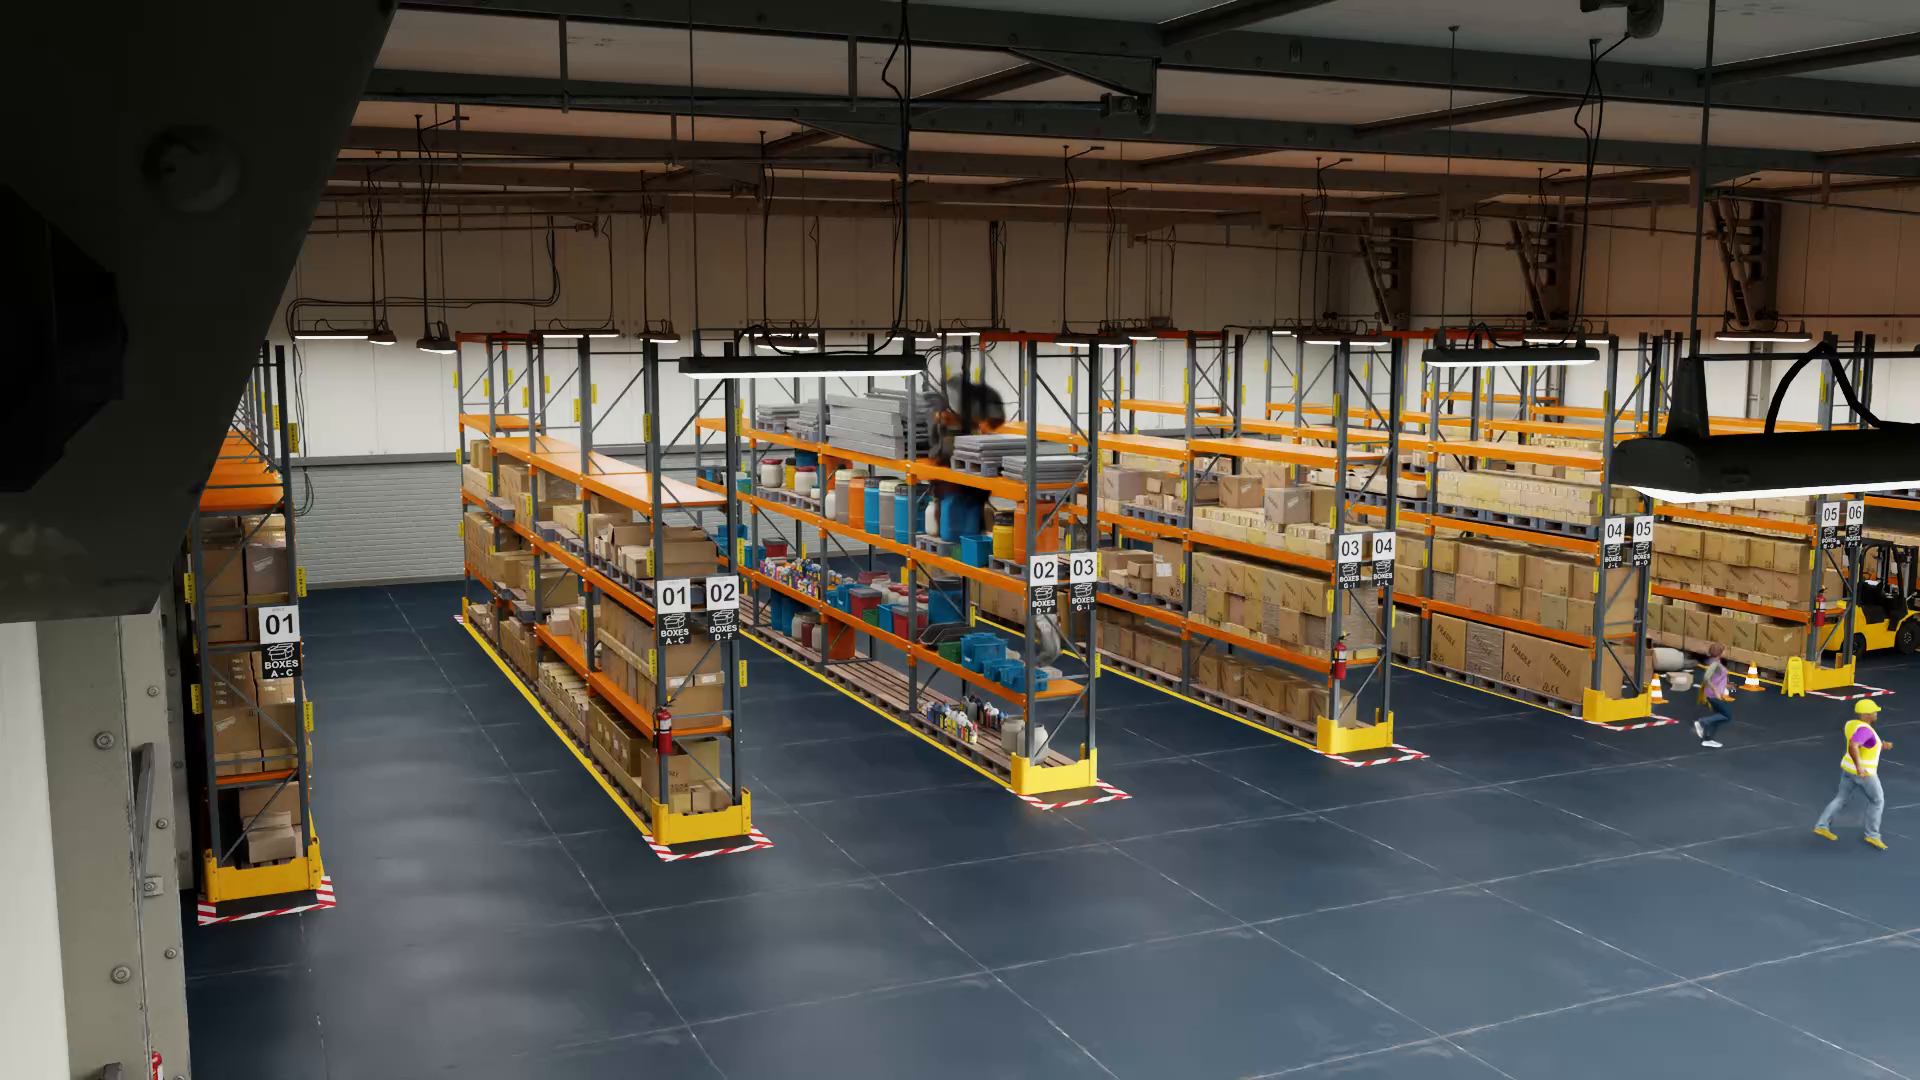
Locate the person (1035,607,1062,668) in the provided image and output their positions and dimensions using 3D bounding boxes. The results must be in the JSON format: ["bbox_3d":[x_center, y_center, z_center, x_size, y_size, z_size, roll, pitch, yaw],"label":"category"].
[{"bbox_3d":[1.482,1.512,28.163,0.574,1.602,0.528,-6,10,-38],"label":"person"}]

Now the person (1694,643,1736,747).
[{"bbox_3d":[11.113,2.282,24.455,0.545,1.552,0.537,3,8,20],"label":"person"}]

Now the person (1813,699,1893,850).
[{"bbox_3d":[10.677,2.791,19.787,0.874,1.820,0.675,0,8,-1],"label":"person"}]
